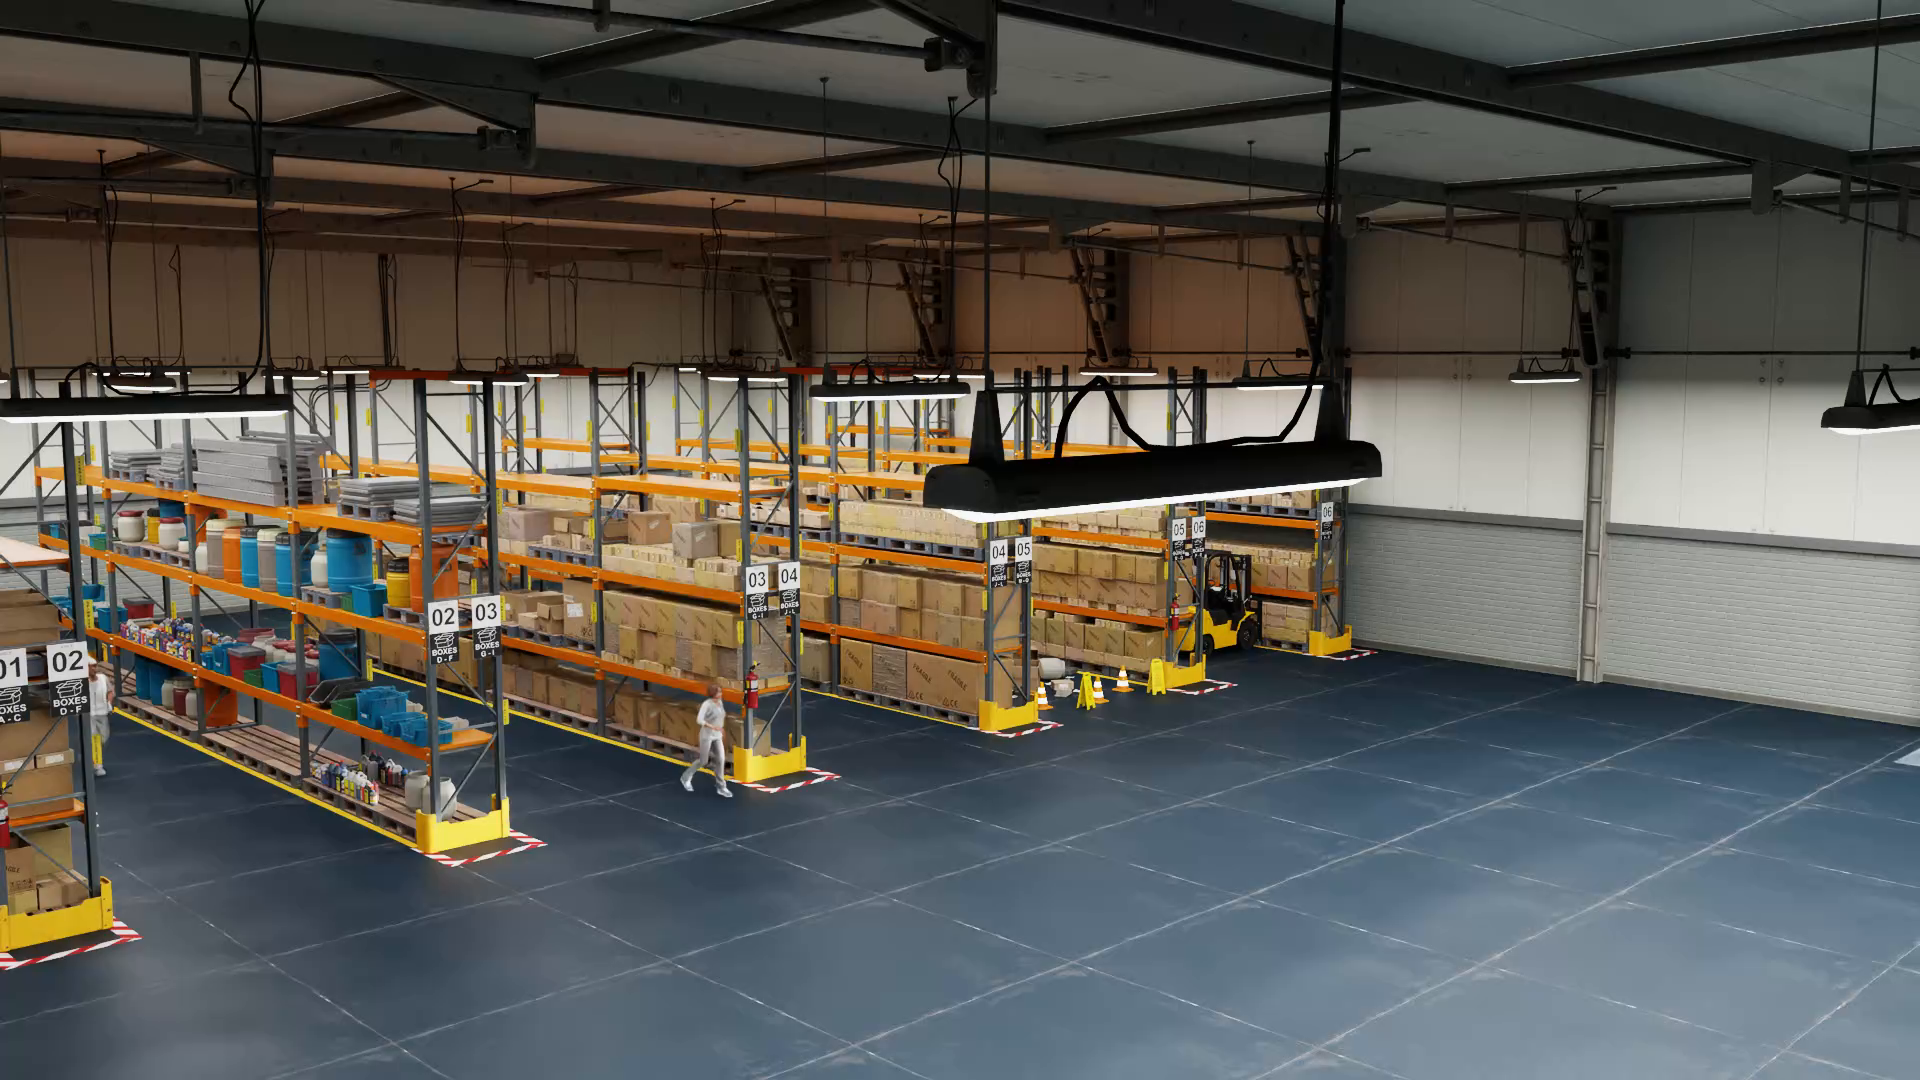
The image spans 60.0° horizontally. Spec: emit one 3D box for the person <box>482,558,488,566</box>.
[{"bbox_3d":[-11.530,0.984,40.237,0.881,1.619,0.554,4,8,32],"label":"person"}]

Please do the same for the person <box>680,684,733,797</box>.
[{"bbox_3d":[-3.562,2.847,23.871,0.834,1.593,0.596,4,8,31],"label":"person"}]

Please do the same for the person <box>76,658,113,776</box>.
[{"bbox_3d":[-13.083,2.637,25.030,0.733,1.761,0.690,6,9,42],"label":"person"}]
